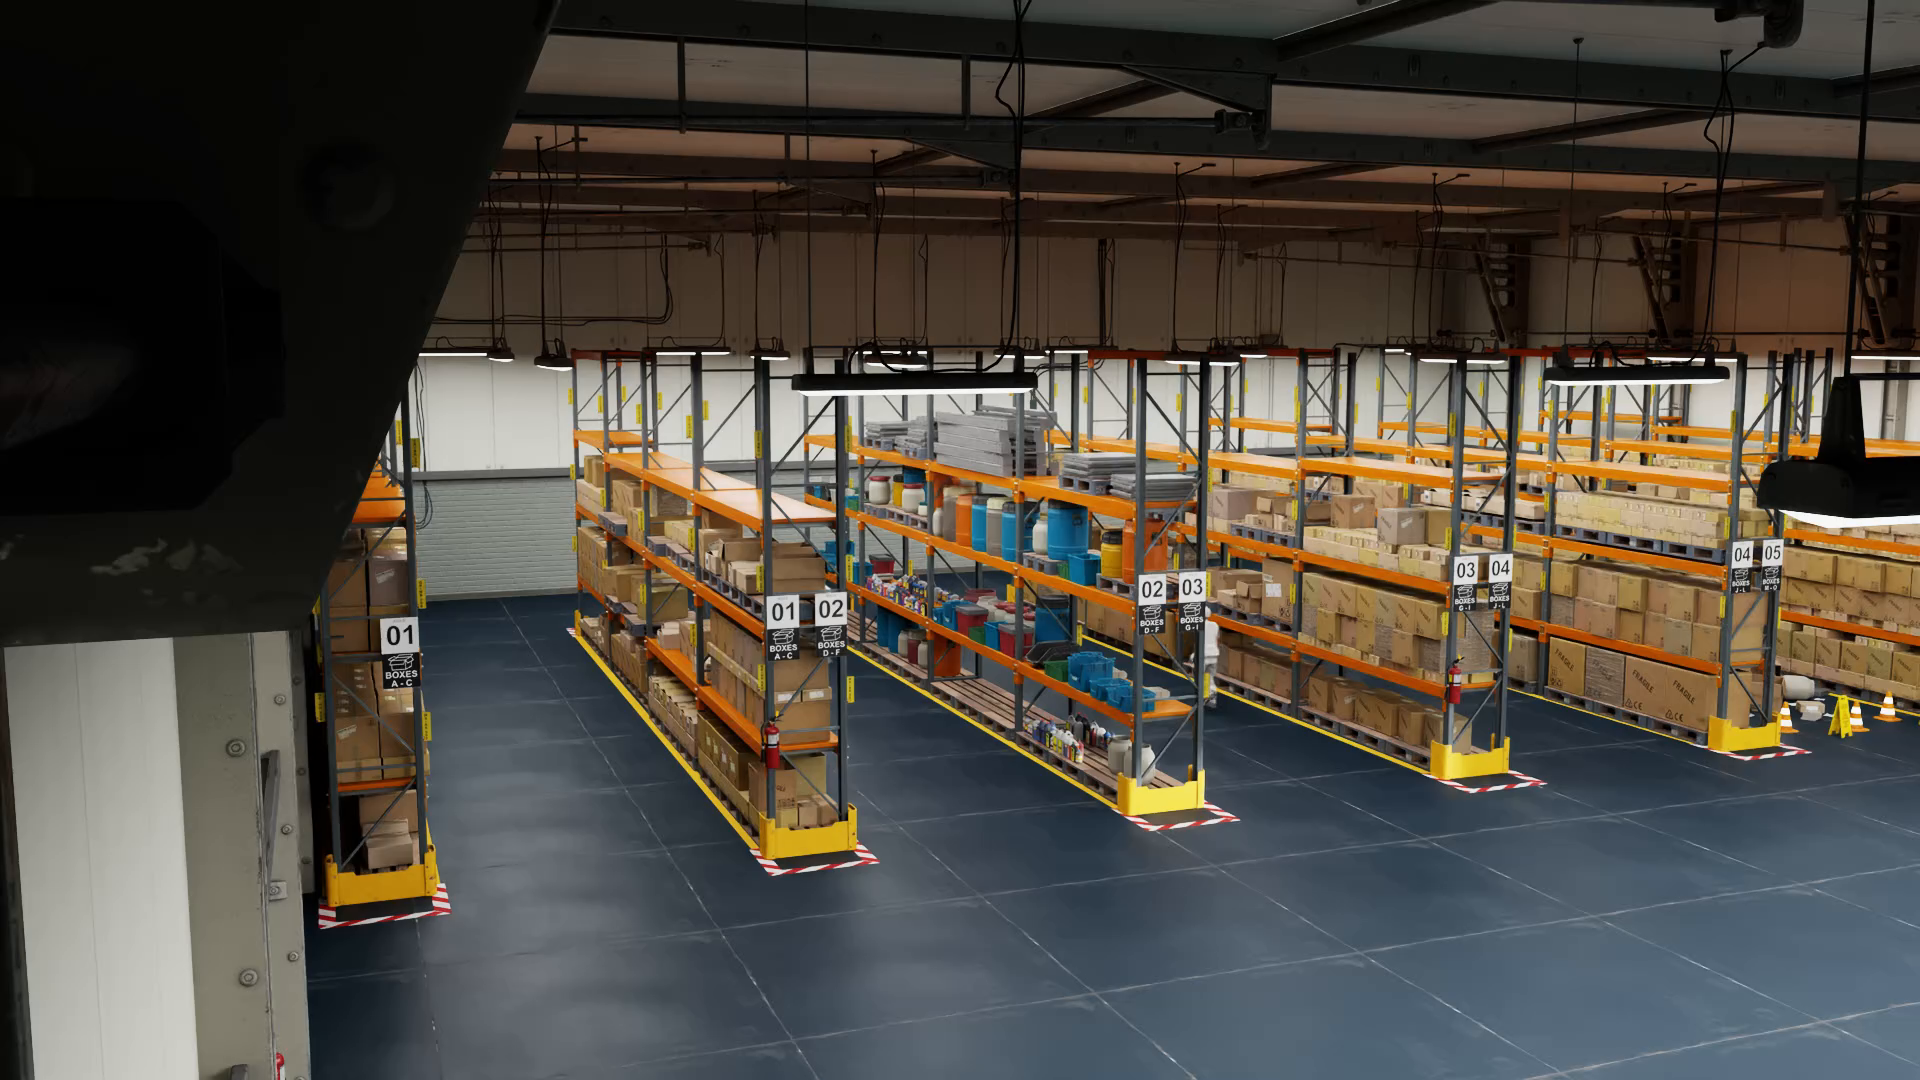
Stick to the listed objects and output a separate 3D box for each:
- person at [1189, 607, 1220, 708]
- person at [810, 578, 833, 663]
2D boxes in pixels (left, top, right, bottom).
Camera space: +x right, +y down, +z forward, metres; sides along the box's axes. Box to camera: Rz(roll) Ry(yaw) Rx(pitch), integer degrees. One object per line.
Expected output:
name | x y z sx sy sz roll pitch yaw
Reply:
person | 4.192 1.988 28.322 0.647 1.683 0.795 -3 8 -21
person | -2.698 1.482 32.060 0.596 1.705 1.069 -2 7 -17
